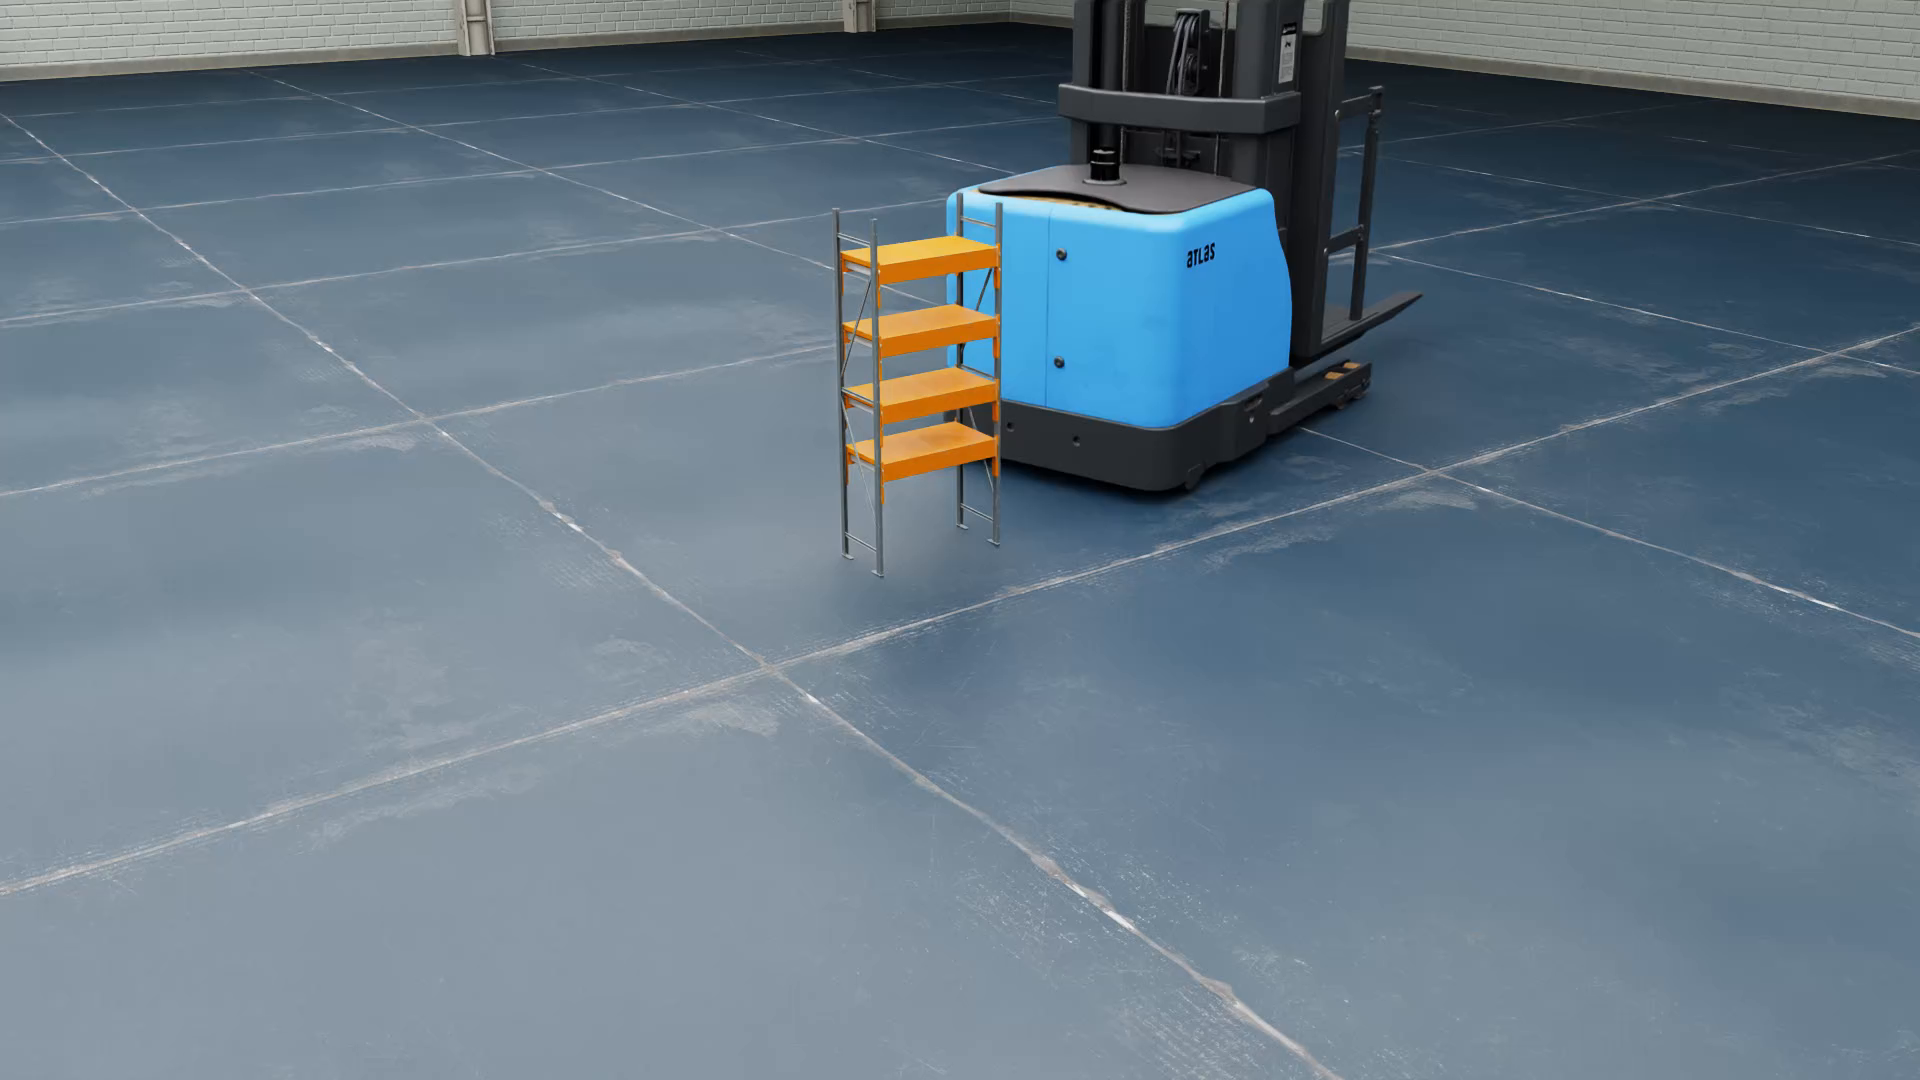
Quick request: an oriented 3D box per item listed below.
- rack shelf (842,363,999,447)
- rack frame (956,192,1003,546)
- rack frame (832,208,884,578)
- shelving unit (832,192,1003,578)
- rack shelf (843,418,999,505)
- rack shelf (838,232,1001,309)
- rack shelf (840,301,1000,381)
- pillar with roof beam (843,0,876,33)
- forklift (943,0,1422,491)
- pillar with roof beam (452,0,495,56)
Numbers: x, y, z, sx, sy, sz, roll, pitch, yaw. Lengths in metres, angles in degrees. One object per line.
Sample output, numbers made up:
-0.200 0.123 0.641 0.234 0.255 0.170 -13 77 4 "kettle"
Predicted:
-0.134 -0.459 5.609 0.480 0.148 0.258 -15 26 -33 "rack shelf"
0.064 -0.574 5.717 0.015 1.200 0.240 -15 26 -33 "rack frame"
-0.332 -0.469 5.452 0.015 1.200 0.240 -15 26 -33 "rack frame"
-0.134 -0.521 5.584 0.503 1.200 0.258 -15 26 -33 "shelving unit"
-0.134 -0.275 5.683 0.480 0.148 0.258 -15 26 -33 "rack shelf"
-0.134 -0.886 5.439 0.480 0.148 0.258 -15 26 -33 "rack shelf"
-0.134 -0.667 5.526 0.480 0.148 0.258 -15 26 -33 "rack shelf"
0.989 -10.613 20.351 0.400 9.000 9.100 -15 26 -33 "pillar with roof beam"
1.198 -2.029 7.027 1.130 2.935 3.031 15 26 33 "forklift"
-3.881 -9.314 17.096 0.400 9.000 9.100 -15 26 -33 "pillar with roof beam"
